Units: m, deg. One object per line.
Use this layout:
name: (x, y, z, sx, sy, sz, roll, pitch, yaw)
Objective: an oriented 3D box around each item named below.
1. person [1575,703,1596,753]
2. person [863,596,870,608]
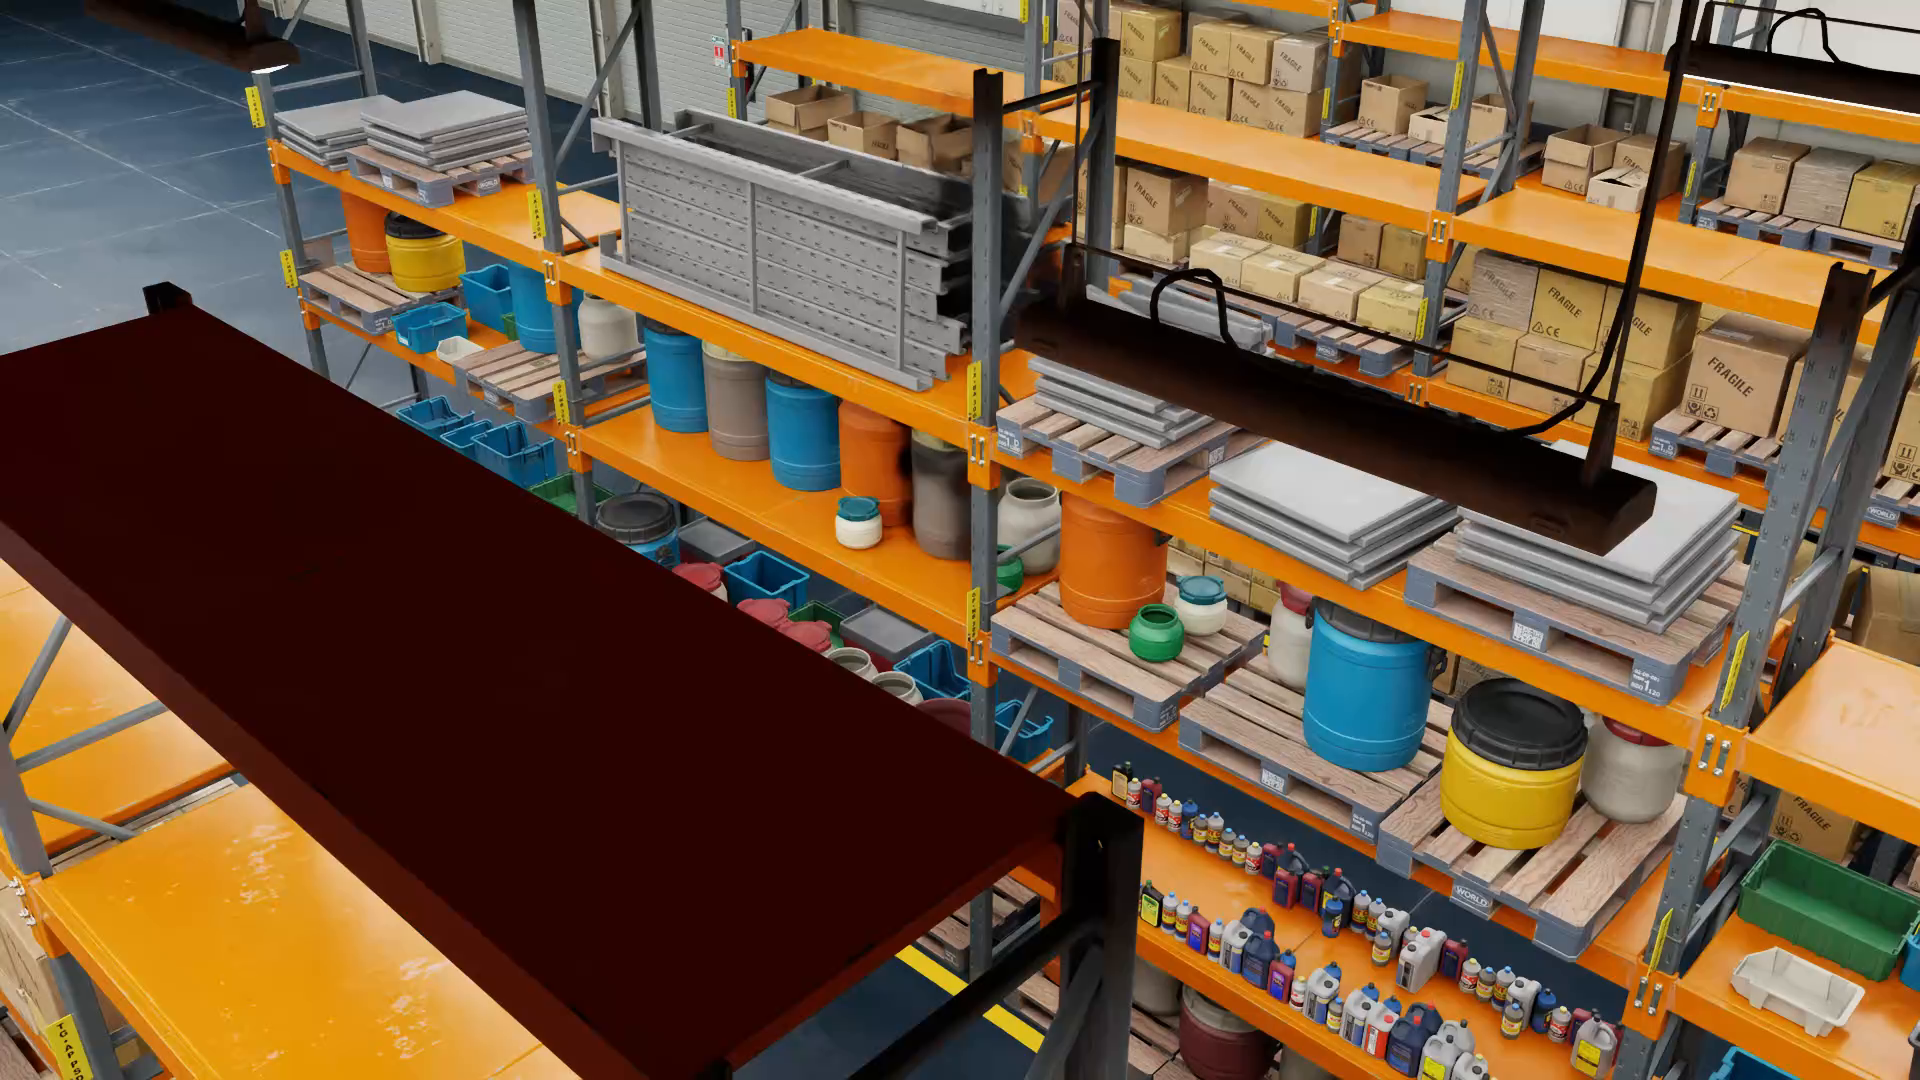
person: (4.050, 1.818, 11.321, 0.723, 1.649, 0.625, 19, 34, 30)
person: (-0.501, 0.687, 13.550, 0.618, 1.551, 0.958, -13, 32, -22)
